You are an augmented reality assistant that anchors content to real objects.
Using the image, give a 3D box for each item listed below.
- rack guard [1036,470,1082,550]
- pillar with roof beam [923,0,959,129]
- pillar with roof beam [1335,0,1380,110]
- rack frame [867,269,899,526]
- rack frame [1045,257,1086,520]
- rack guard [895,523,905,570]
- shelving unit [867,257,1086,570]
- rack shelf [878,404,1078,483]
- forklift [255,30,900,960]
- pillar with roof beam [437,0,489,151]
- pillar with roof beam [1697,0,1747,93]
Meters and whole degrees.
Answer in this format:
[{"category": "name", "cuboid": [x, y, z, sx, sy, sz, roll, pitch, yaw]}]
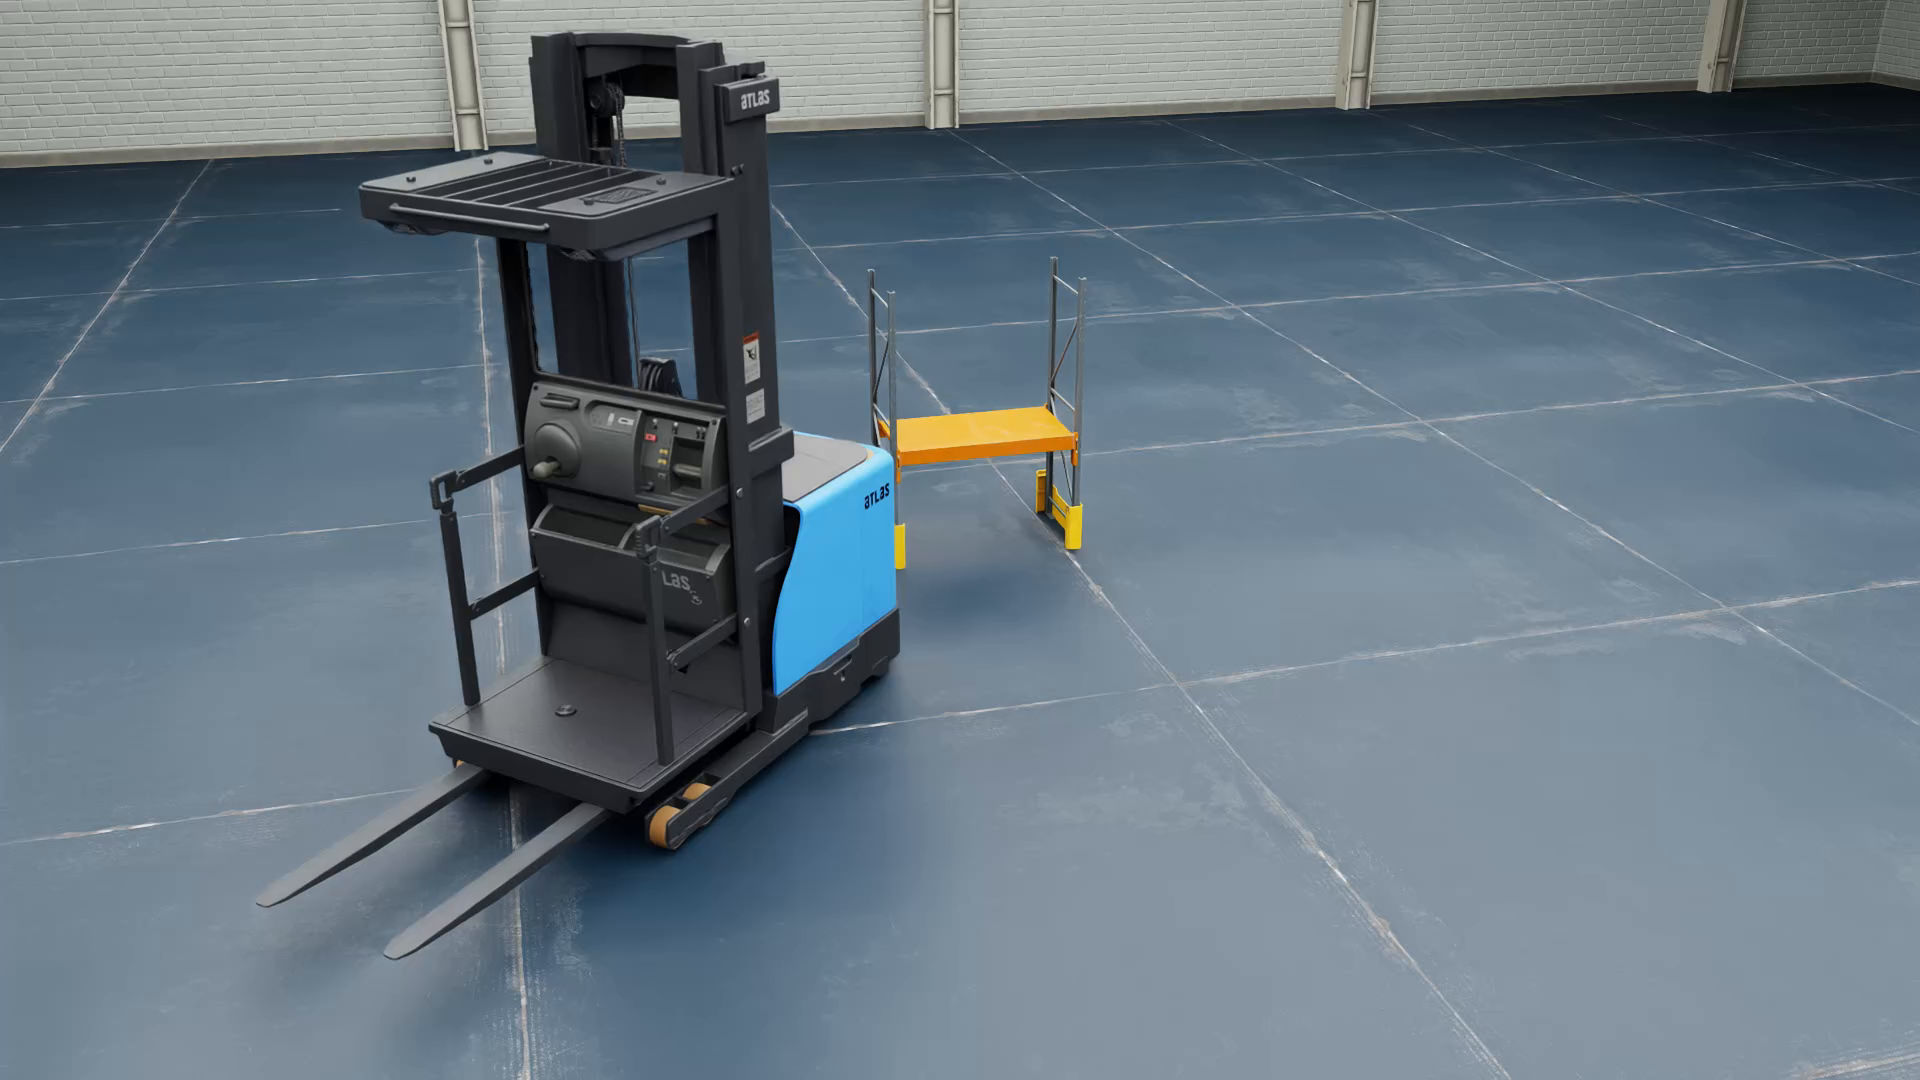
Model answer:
[{"category": "rack guard", "cuboid": [0.553, -0.176, 9.343, 0.087, 0.250, 0.587, -6, 24, -14]}, {"category": "pillar with roof beam", "cuboid": [0.921, -7.969, 16.410, 0.400, 9.000, 9.100, -6, 24, -14]}, {"category": "pillar with roof beam", "cuboid": [6.698, -8.608, 17.900, 0.400, 9.000, 9.100, -6, 24, -14]}, {"category": "rack frame", "cuboid": [-0.407, -0.644, 8.849, 0.032, 1.500, 0.500, -6, 24, -14]}, {"category": "rack frame", "cuboid": [0.572, -0.752, 9.102, 0.032, 1.500, 0.500, -6, 24, -14]}, {"category": "rack guard", "cuboid": [-0.406, -0.070, 9.096, 0.087, 0.250, 0.587, -6, 24, -14]}, {"category": "shelving unit", "cuboid": [0.073, -0.697, 8.973, 1.083, 1.500, 0.587, -6, 24, -14]}, {"category": "rack shelf", "cuboid": [0.082, -0.533, 9.046, 1.000, 0.185, 0.538, -6, 24, -14]}, {"category": "forklift", "cuboid": [-1.429, -0.349, 6.347, 1.130, 2.935, 3.031, 12, 26, 26]}, {"category": "pillar with roof beam", "cuboid": [-4.856, -7.330, 14.921, 0.400, 9.000, 9.100, -6, 24, -14]}, {"category": "pillar with roof beam", "cuboid": [12.475, -9.247, 19.389, 0.400, 9.000, 9.100, -6, 24, -14]}]
